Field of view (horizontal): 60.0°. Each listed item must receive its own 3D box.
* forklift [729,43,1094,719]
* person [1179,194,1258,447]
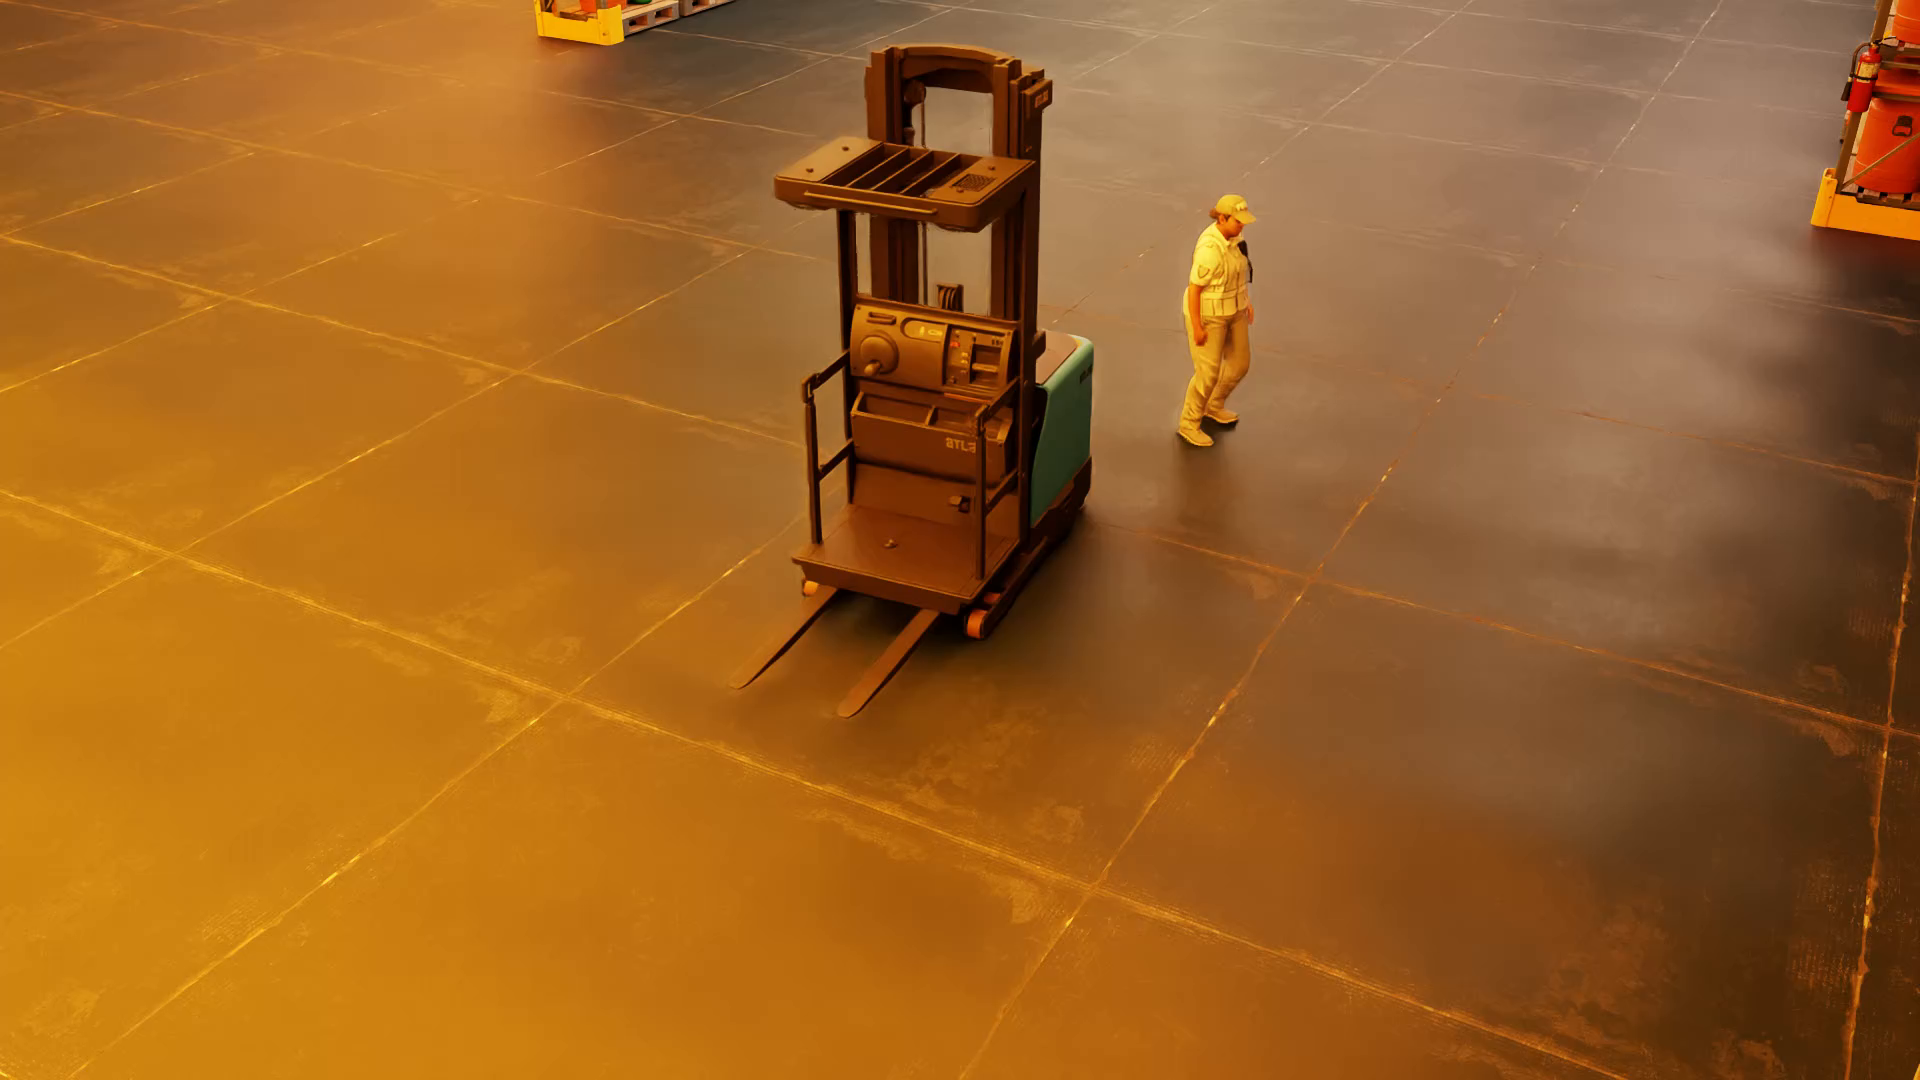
[{"bbox_3d":[-0.241,-0.973,8.756,1.130,2.935,3.031,12,32,20],"label":"forklift"},{"bbox_3d":[1.692,-1.482,10.937,0.427,1.638,0.603,24,38,35],"label":"person"}]
